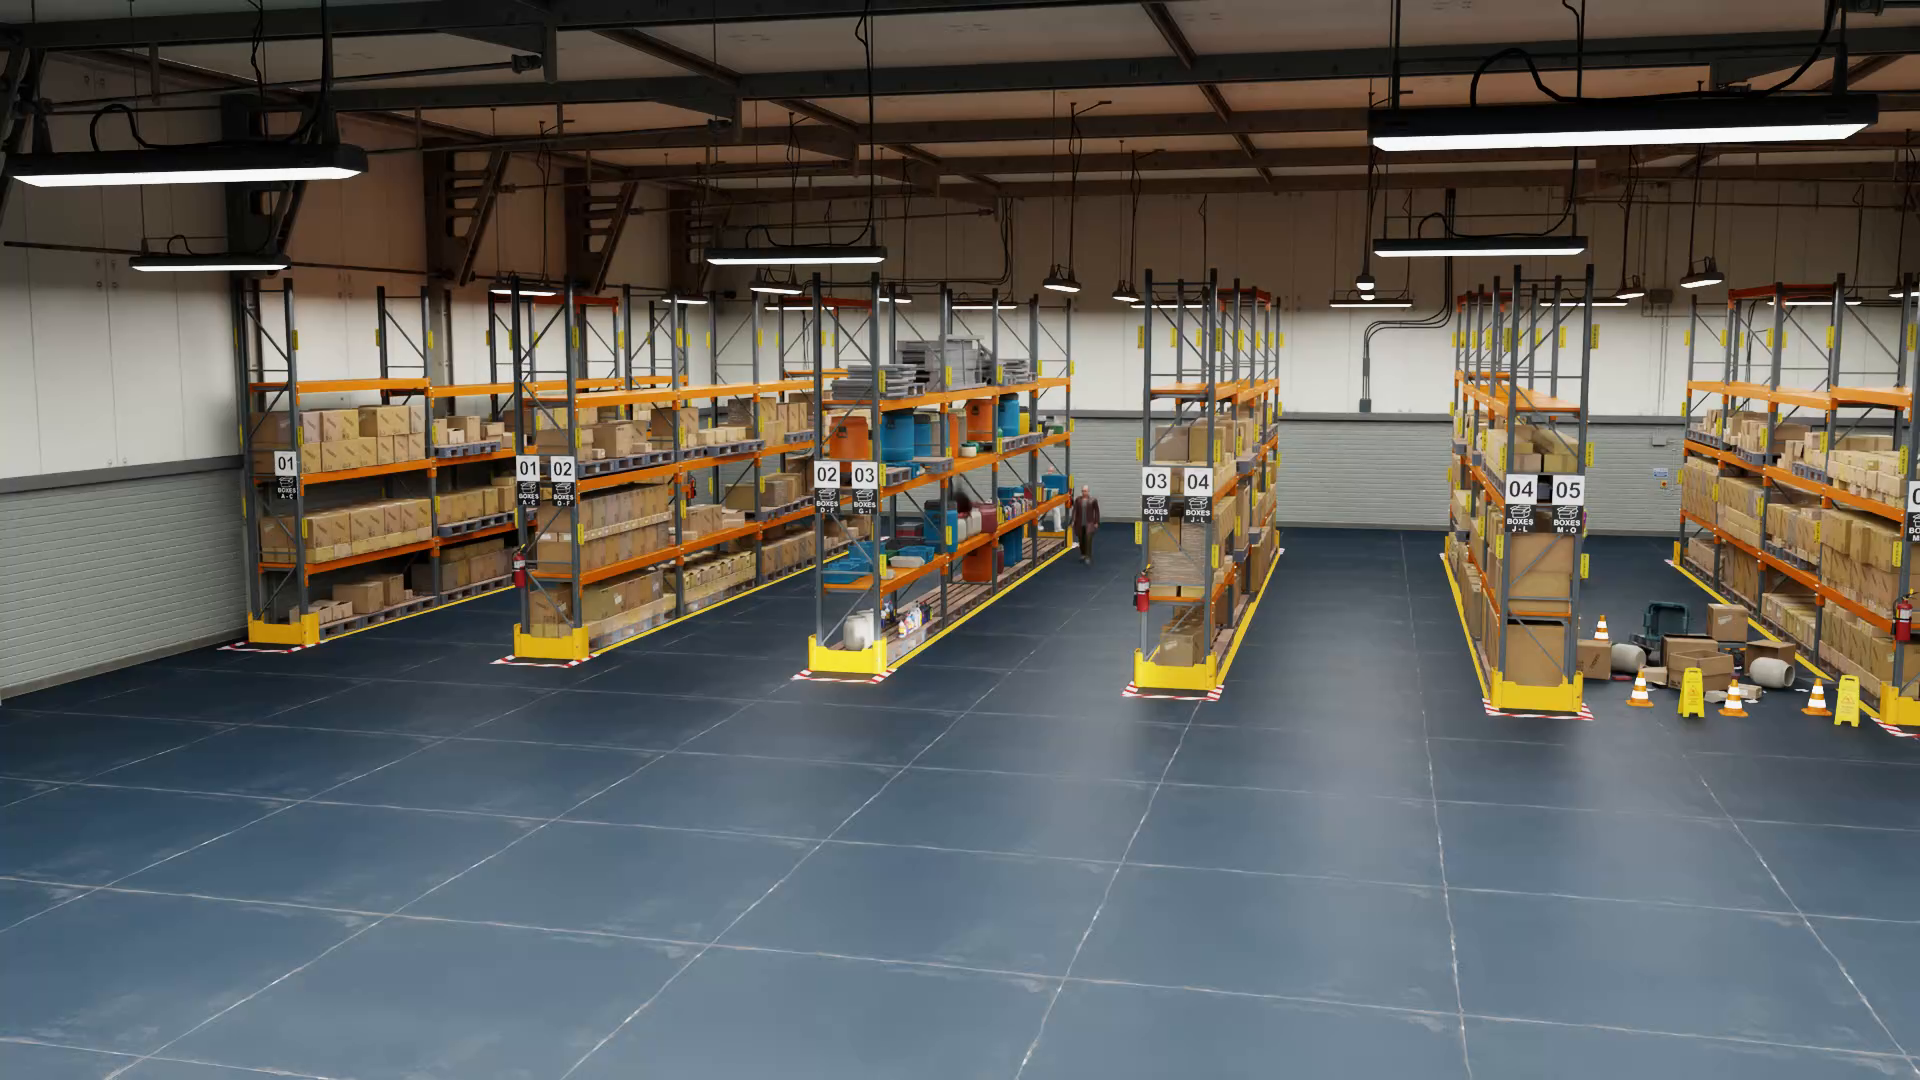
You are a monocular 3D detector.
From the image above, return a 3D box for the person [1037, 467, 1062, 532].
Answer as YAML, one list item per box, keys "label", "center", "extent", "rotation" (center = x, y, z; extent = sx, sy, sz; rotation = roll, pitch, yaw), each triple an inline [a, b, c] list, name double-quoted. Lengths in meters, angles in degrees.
- label: "person"
  center: [2.383, -1.044, 43.259]
  extent: [0.704, 1.734, 1.126]
  rotation: [-3, 8, -25]

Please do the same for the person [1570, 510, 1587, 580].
- label: "person"
  center: [12.932, -0.051, 34.840]
  extent: [0.371, 1.766, 0.619]
  rotation: [3, 7, 24]

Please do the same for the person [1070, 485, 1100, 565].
- label: "person"
  center: [2.805, -0.362, 37.401]
  extent: [0.632, 1.729, 1.047]
  rotation: [1, 7, 11]
